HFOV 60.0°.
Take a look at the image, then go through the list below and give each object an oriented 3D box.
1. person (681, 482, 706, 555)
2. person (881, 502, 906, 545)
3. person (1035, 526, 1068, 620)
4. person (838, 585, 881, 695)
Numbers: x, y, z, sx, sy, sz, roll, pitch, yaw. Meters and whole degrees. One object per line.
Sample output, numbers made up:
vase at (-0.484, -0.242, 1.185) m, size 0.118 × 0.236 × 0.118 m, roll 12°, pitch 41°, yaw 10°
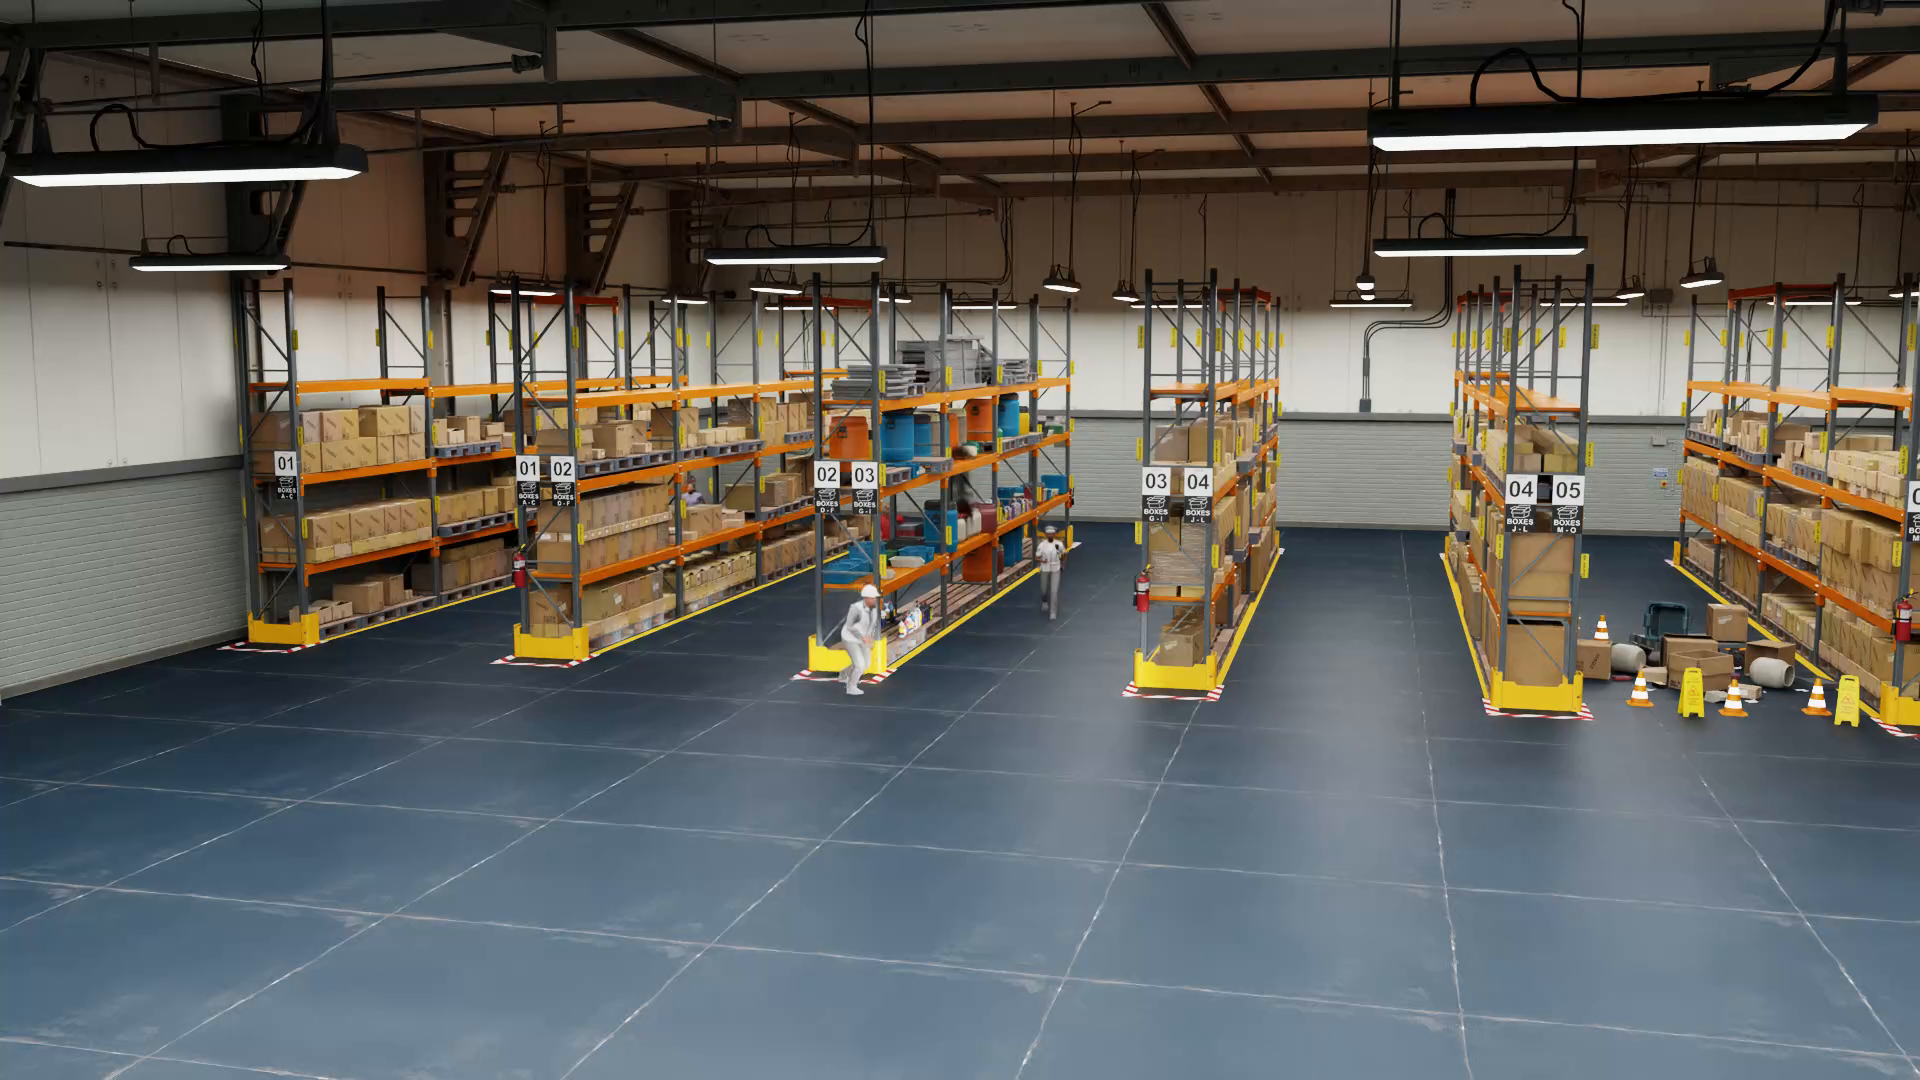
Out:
person at (-6.317, -0.512, 39.212) m, size 0.562 × 1.707 × 0.843 m, roll 1°, pitch 7°, yaw 9°
person at (-1.442, 0.121, 33.722) m, size 0.622 × 1.791 × 0.856 m, roll 2°, pitch 7°, yaw 20°
person at (1.653, 0.562, 30.089) m, size 0.596 × 1.666 × 0.862 m, roll 0°, pitch 7°, yaw 1°
person at (-1.445, 1.396, 23.471) m, size 0.922 × 1.612 × 0.625 m, roll 5°, pitch 9°, yaw 37°
